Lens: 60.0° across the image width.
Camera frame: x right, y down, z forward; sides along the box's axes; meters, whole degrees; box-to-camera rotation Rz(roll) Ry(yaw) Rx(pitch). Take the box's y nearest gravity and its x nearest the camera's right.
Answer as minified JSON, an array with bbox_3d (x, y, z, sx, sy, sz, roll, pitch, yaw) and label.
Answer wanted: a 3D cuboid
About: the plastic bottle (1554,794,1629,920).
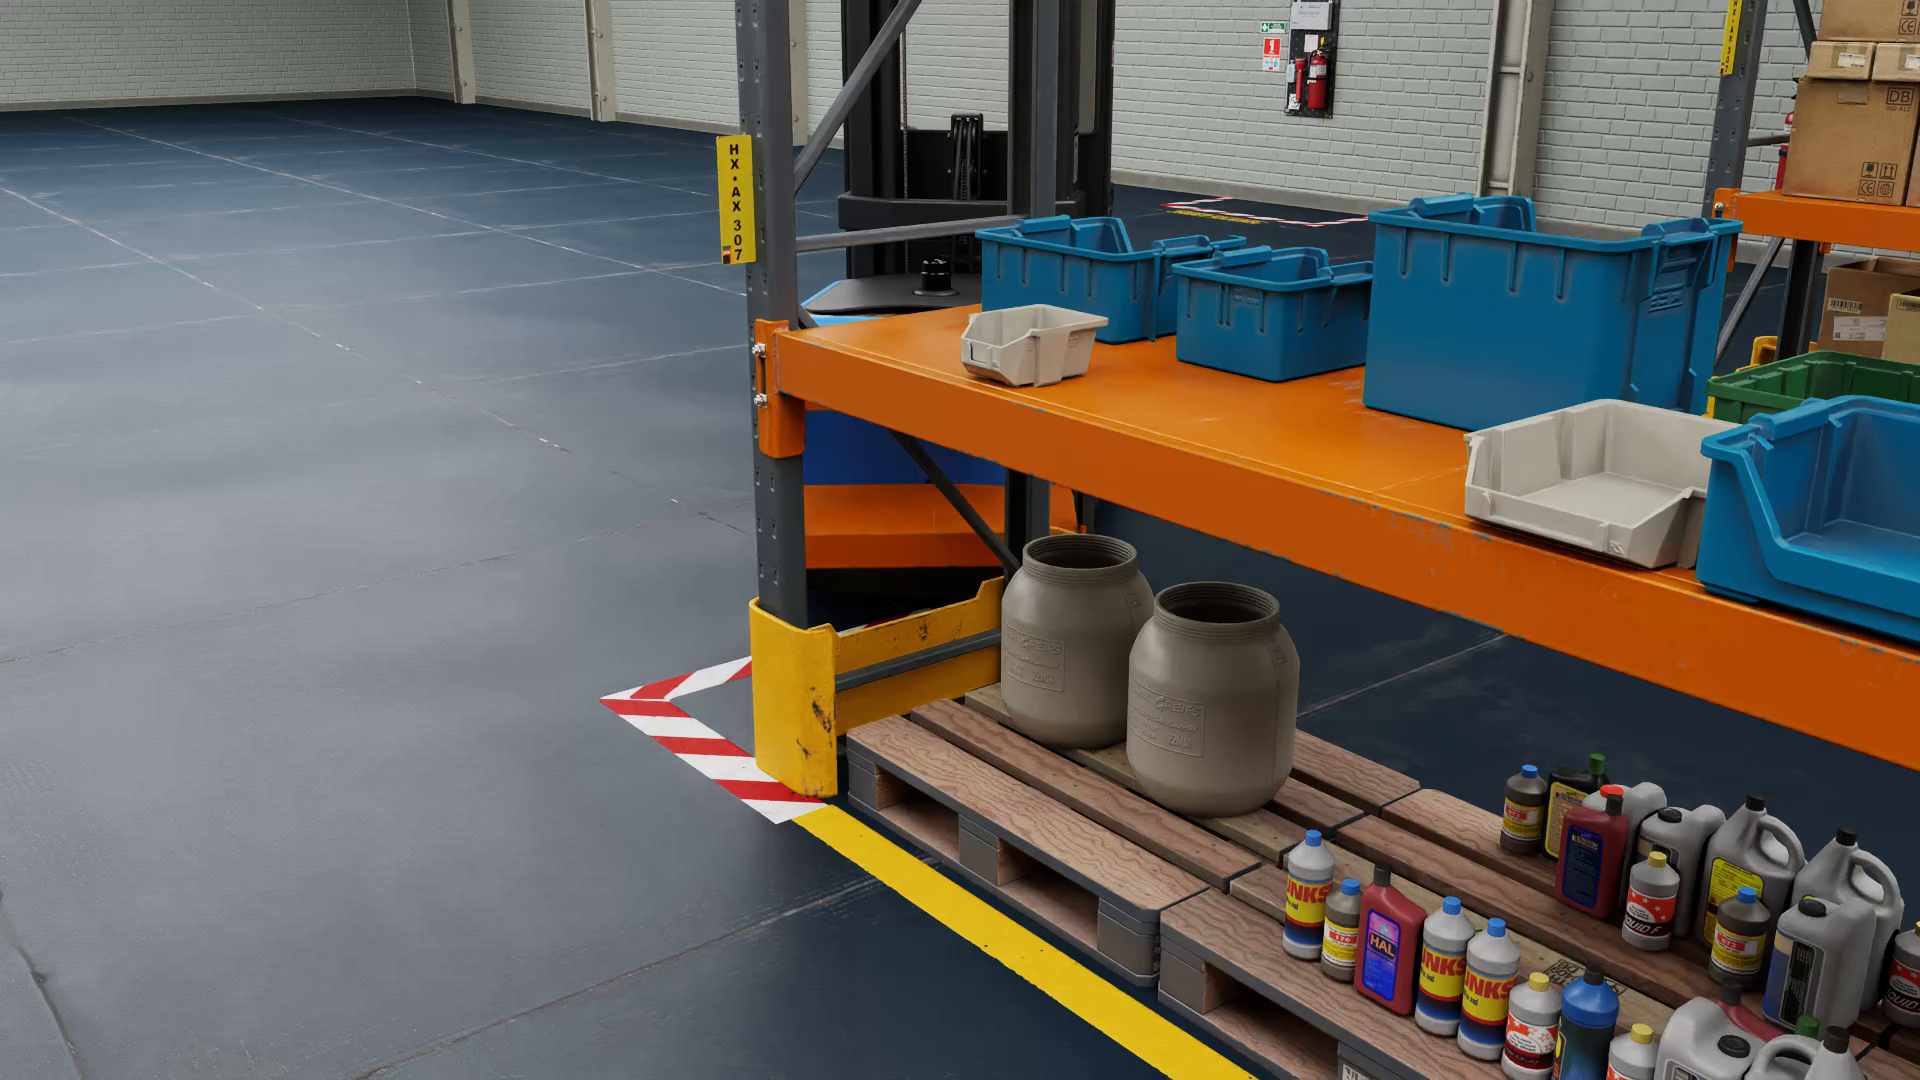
[{"bbox_3d":[1.391,0.680,3.657,0.061,0.283,0.133,-14,23,-36],"label":"plastic bottle"}]

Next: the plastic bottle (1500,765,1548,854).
[{"bbox_3d":[1.339,0.631,3.937,0.097,0.201,0.097,0,18,0],"label":"plastic bottle"}]

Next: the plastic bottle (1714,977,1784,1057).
[{"bbox_3d":[1.378,0.920,2.934,0.061,0.283,0.133,-14,23,-36],"label":"plastic bottle"}]

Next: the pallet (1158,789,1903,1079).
[{"bbox_3d":[1.192,0.979,3.569,1.003,0.211,1.213,-14,23,-36],"label":"pallet"}]

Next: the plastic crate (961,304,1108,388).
[{"bbox_3d":[0.158,-0.447,3.860,0.298,0.136,0.250,-14,23,-36],"label":"plastic crate"}]

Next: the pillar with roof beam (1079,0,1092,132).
[{"bbox_3d":[-2.092,-7.750,15.952,9.100,9.000,0.400,-14,23,-36],"label":"pillar with roof beam"}]

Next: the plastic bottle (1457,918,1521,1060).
[{"bbox_3d":[1.011,0.848,3.172,0.097,0.271,0.097,0,18,0],"label":"plastic bottle"}]

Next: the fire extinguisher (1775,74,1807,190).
[{"bbox_3d":[4.031,-1.904,7.965,0.296,0.674,0.183,-14,23,-36],"label":"fire extinguisher"}]

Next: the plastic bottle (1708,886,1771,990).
[{"bbox_3d":[1.598,0.807,3.405,0.097,0.201,0.097,0,18,0],"label":"plastic bottle"}]

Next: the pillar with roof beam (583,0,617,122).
[{"bbox_3d":[-9.543,-10.707,24.882,9.100,9.000,0.400,-14,23,-36],"label":"pillar with roof beam"}]

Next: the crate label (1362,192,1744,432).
[{"bbox_3d":[1.209,-0.472,3.458,0.502,0.435,0.616,-14,23,-36],"label":"crate label"}]

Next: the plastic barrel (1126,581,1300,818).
[{"bbox_3d":[0.634,0.397,4.182,0.421,0.512,0.421,0,18,0],"label":"plastic barrel"}]

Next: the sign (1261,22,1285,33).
[{"bbox_3d":[3.237,-5.302,17.204,0.001,0.109,0.331,-14,23,-36],"label":"sign"}]

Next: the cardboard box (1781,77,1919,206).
[{"bbox_3d":[4.020,-1.751,7.220,0.700,0.500,0.500,-14,23,-36],"label":"cardboard box"}]

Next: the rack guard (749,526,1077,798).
[{"bbox_3d":[-0.061,0.341,5.038,1.175,0.500,0.348,-14,23,-36],"label":"rack guard"}]

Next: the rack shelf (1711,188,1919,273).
[{"bbox_3d":[4.982,-0.987,6.216,1.077,0.370,4.000,-14,23,-36],"label":"rack shelf"}]

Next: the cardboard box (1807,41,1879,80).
[{"bbox_3d":[3.815,-2.038,7.054,0.380,0.149,0.250,-14,23,-36],"label":"cardboard box"}]

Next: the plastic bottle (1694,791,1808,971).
[{"bbox_3d":[1.666,0.702,3.485,0.144,0.351,0.185,-13,22,-34],"label":"plastic bottle"}]

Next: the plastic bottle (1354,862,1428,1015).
[{"bbox_3d":[0.862,0.792,3.320,0.061,0.283,0.133,-14,23,-35],"label":"plastic bottle"}]

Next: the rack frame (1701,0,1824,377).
[{"bbox_3d":[3.740,-1.821,7.591,1.000,3.000,0.127,-14,23,-36],"label":"rack frame"}]

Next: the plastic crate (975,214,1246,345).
[{"bbox_3d":[0.400,-0.720,4.502,0.499,0.251,0.616,-14,23,-36],"label":"plastic crate"}]

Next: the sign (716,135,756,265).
[{"bbox_3d":[-0.579,-0.881,4.310,0.100,0.325,0.005,-14,23,-36],"label":"sign"}]

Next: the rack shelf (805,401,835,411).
[{"bbox_3d":[-0.096,-0.502,5.491,1.000,0.278,0.538,-1,21,1],"label":"rack shelf"}]

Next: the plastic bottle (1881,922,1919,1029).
[{"bbox_3d":[1.888,0.849,3.279,0.097,0.201,0.097,0,18,0],"label":"plastic bottle"}]

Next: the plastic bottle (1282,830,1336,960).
[{"bbox_3d":[0.736,0.738,3.501,0.097,0.271,0.097,0,18,0],"label":"plastic bottle"}]

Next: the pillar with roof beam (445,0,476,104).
[{"bbox_3d":[-13.268,-12.185,29.347,9.100,9.000,0.400,-14,23,-36],"label":"pillar with roof beam"}]

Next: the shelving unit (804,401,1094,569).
[{"bbox_3d":[-0.091,-0.228,5.595,1.048,1.125,0.538,-1,21,1],"label":"shelving unit"}]

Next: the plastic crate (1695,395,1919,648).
[{"bbox_3d":[1.438,-0.019,2.385,0.499,0.251,0.616,-14,23,-36],"label":"plastic crate"}]

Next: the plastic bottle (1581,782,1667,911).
[{"bbox_3d":[1.474,0.663,3.721,0.152,0.276,0.135,-14,23,-36],"label":"plastic bottle"}]

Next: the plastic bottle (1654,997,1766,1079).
[{"bbox_3d":[1.295,0.944,2.872,0.152,0.276,0.135,-13,23,-35],"label":"plastic bottle"}]

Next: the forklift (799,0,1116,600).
[{"bbox_3d":[0.113,-1.586,6.990,1.130,2.935,3.031,3,19,10],"label":"forklift"}]

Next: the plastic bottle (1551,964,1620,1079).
[{"bbox_3d":[1.137,0.897,3.021,0.097,0.271,0.097,0,18,0],"label":"plastic bottle"}]

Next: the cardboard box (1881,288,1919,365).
[{"bbox_3d":[4.210,-0.773,6.938,0.500,0.500,0.500,-14,23,-36],"label":"cardboard box"}]
